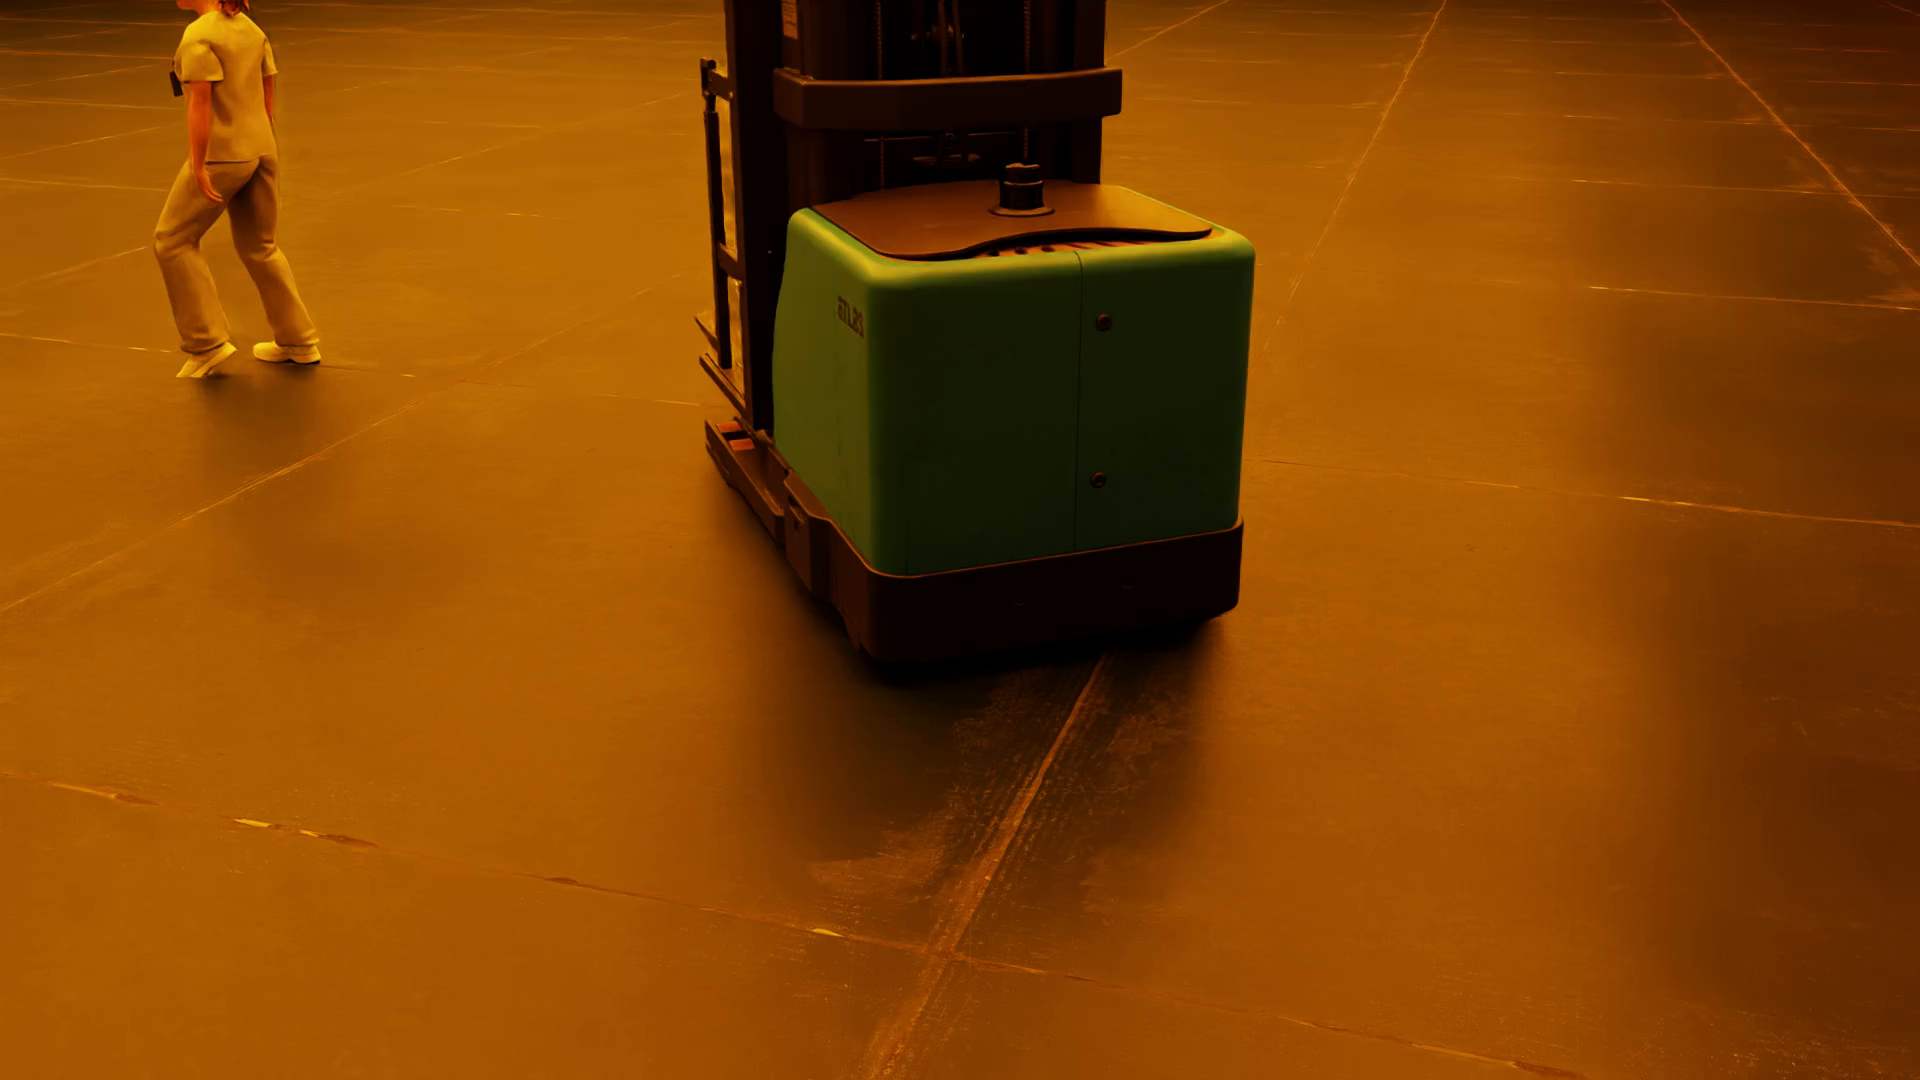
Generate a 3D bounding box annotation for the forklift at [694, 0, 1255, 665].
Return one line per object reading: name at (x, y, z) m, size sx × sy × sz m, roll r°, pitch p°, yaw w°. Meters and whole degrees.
forklift at (-0.232, -1.574, 5.093) m, size 1.130 × 2.935 × 3.031 m, roll -8°, pitch 24°, yaw -19°

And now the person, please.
person at (-2.911, -1.472, 6.600) m, size 0.498 × 1.710 × 0.537 m, roll 5°, pitch 23°, yaw 11°
